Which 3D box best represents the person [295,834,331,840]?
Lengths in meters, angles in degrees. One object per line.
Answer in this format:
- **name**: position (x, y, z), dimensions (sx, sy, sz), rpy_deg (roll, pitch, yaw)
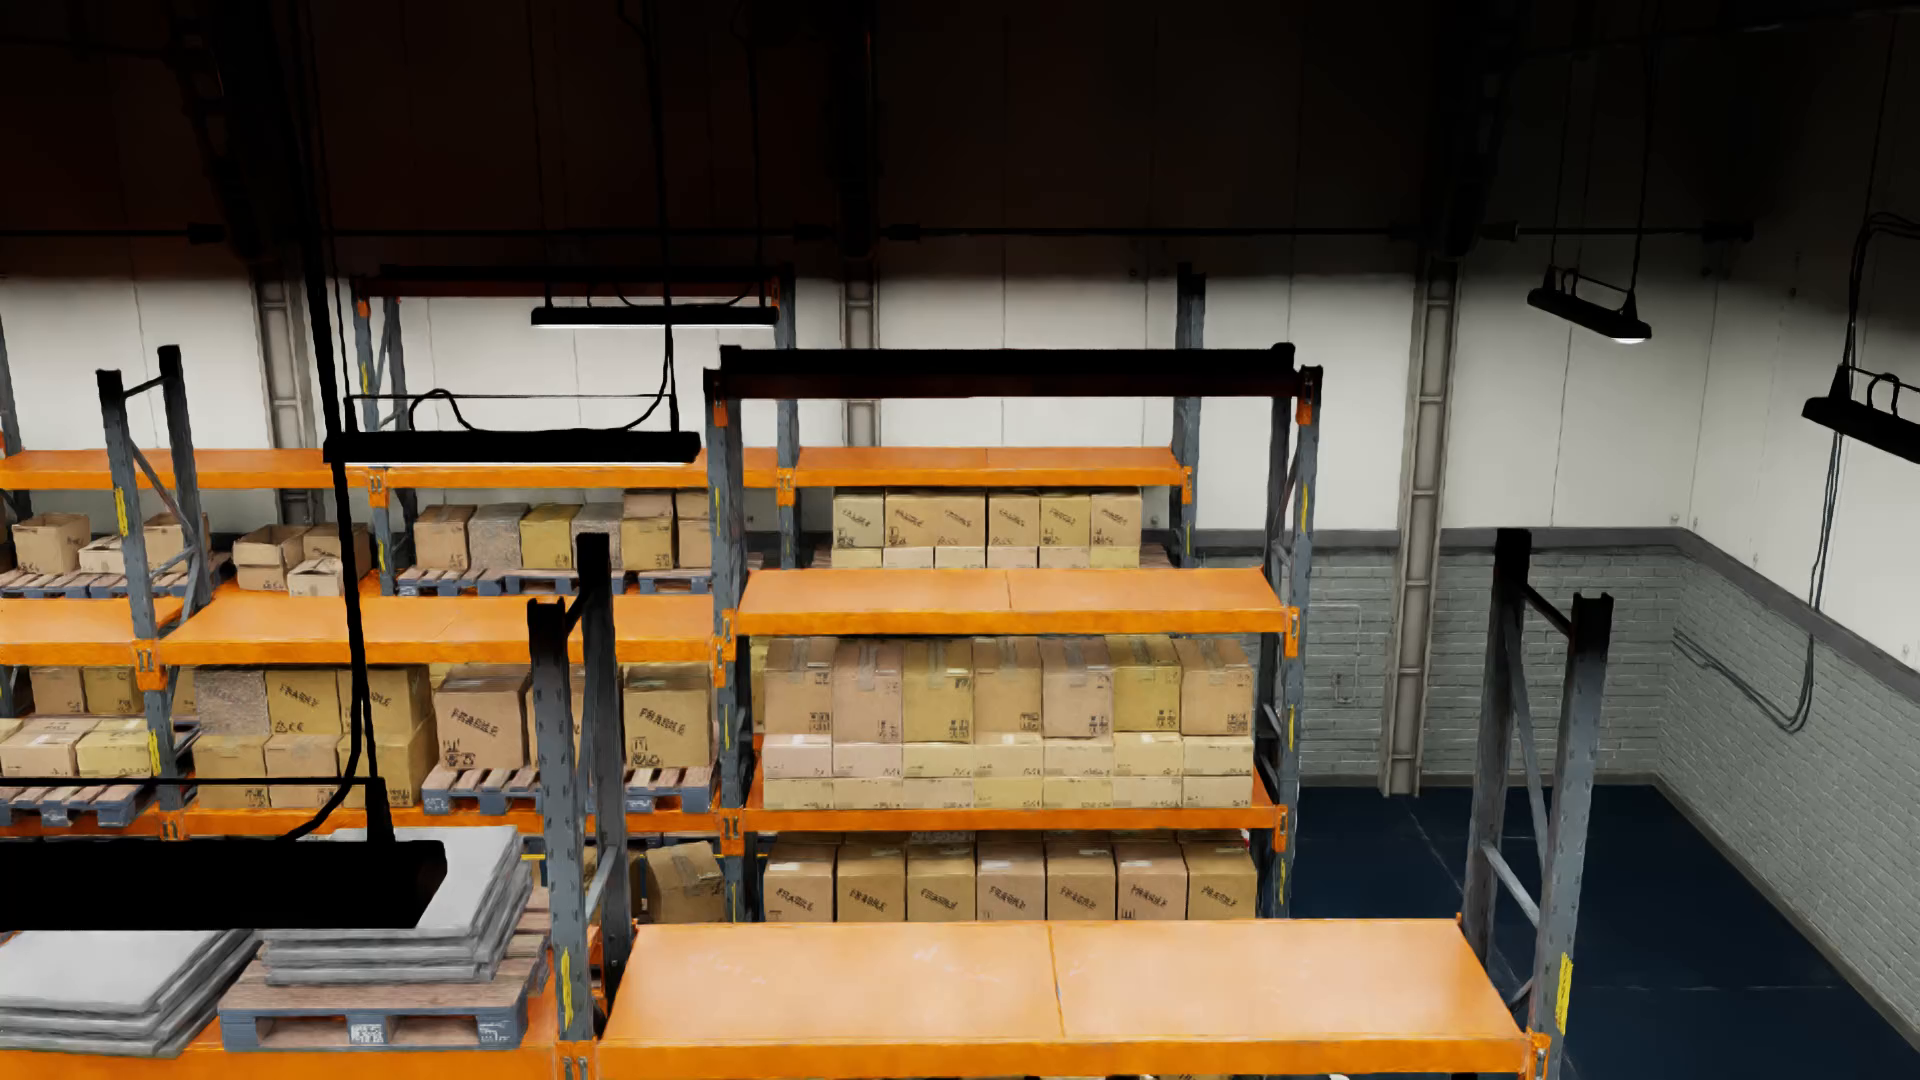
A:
- **person**: position (-5.611, 3.037, 14.943), dimensions (0.628, 1.766, 0.492), rpy_deg (-9, 18, -28)
